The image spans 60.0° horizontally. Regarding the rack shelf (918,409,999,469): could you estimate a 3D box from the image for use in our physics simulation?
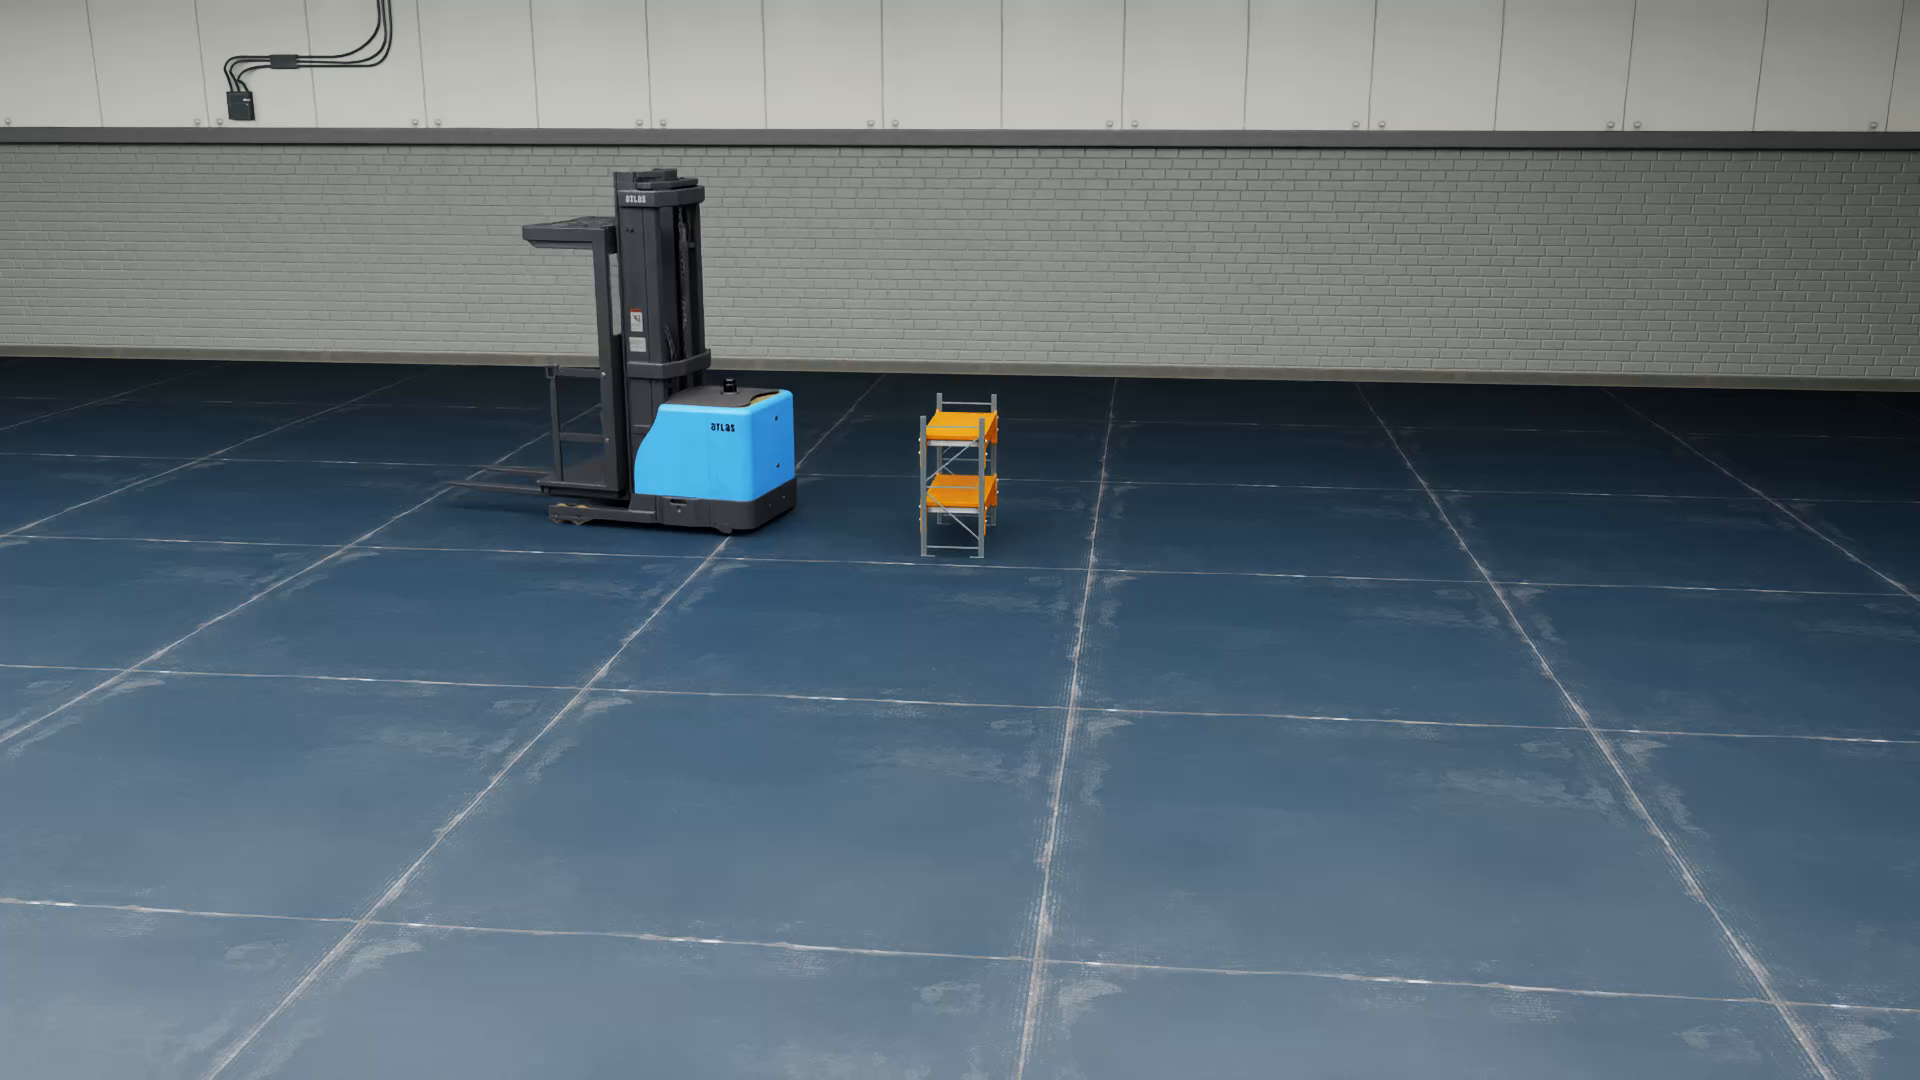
[{"bbox_3d":[-0.001,-0.824,13.432,0.538,0.278,1.000,2,15,6],"label":"rack shelf"}]

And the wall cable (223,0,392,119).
[{"bbox_3d":[-8.427,-8.383,20.909,2.305,6.003,0.169,2,15,6],"label":"wall cable"}]

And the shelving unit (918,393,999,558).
[{"bbox_3d":[-0.001,-0.541,13.509,0.538,1.125,1.048,2,15,6],"label":"shelving unit"}]

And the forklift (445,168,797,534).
[{"bbox_3d":[-3.001,-1.669,14.221,3.031,2.935,1.130,5,16,17],"label":"forklift"}]

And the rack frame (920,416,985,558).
[{"bbox_3d":[-0.058,-0.409,13.021,0.500,1.125,0.032,2,15,6],"label":"rack frame"}]

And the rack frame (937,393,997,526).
[{"bbox_3d":[0.057,-0.673,13.996,0.500,1.125,0.032,2,15,6],"label":"rack frame"}]

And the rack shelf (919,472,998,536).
[{"bbox_3d":[-0.001,-0.305,13.573,0.538,0.278,1.000,2,15,6],"label":"rack shelf"}]
